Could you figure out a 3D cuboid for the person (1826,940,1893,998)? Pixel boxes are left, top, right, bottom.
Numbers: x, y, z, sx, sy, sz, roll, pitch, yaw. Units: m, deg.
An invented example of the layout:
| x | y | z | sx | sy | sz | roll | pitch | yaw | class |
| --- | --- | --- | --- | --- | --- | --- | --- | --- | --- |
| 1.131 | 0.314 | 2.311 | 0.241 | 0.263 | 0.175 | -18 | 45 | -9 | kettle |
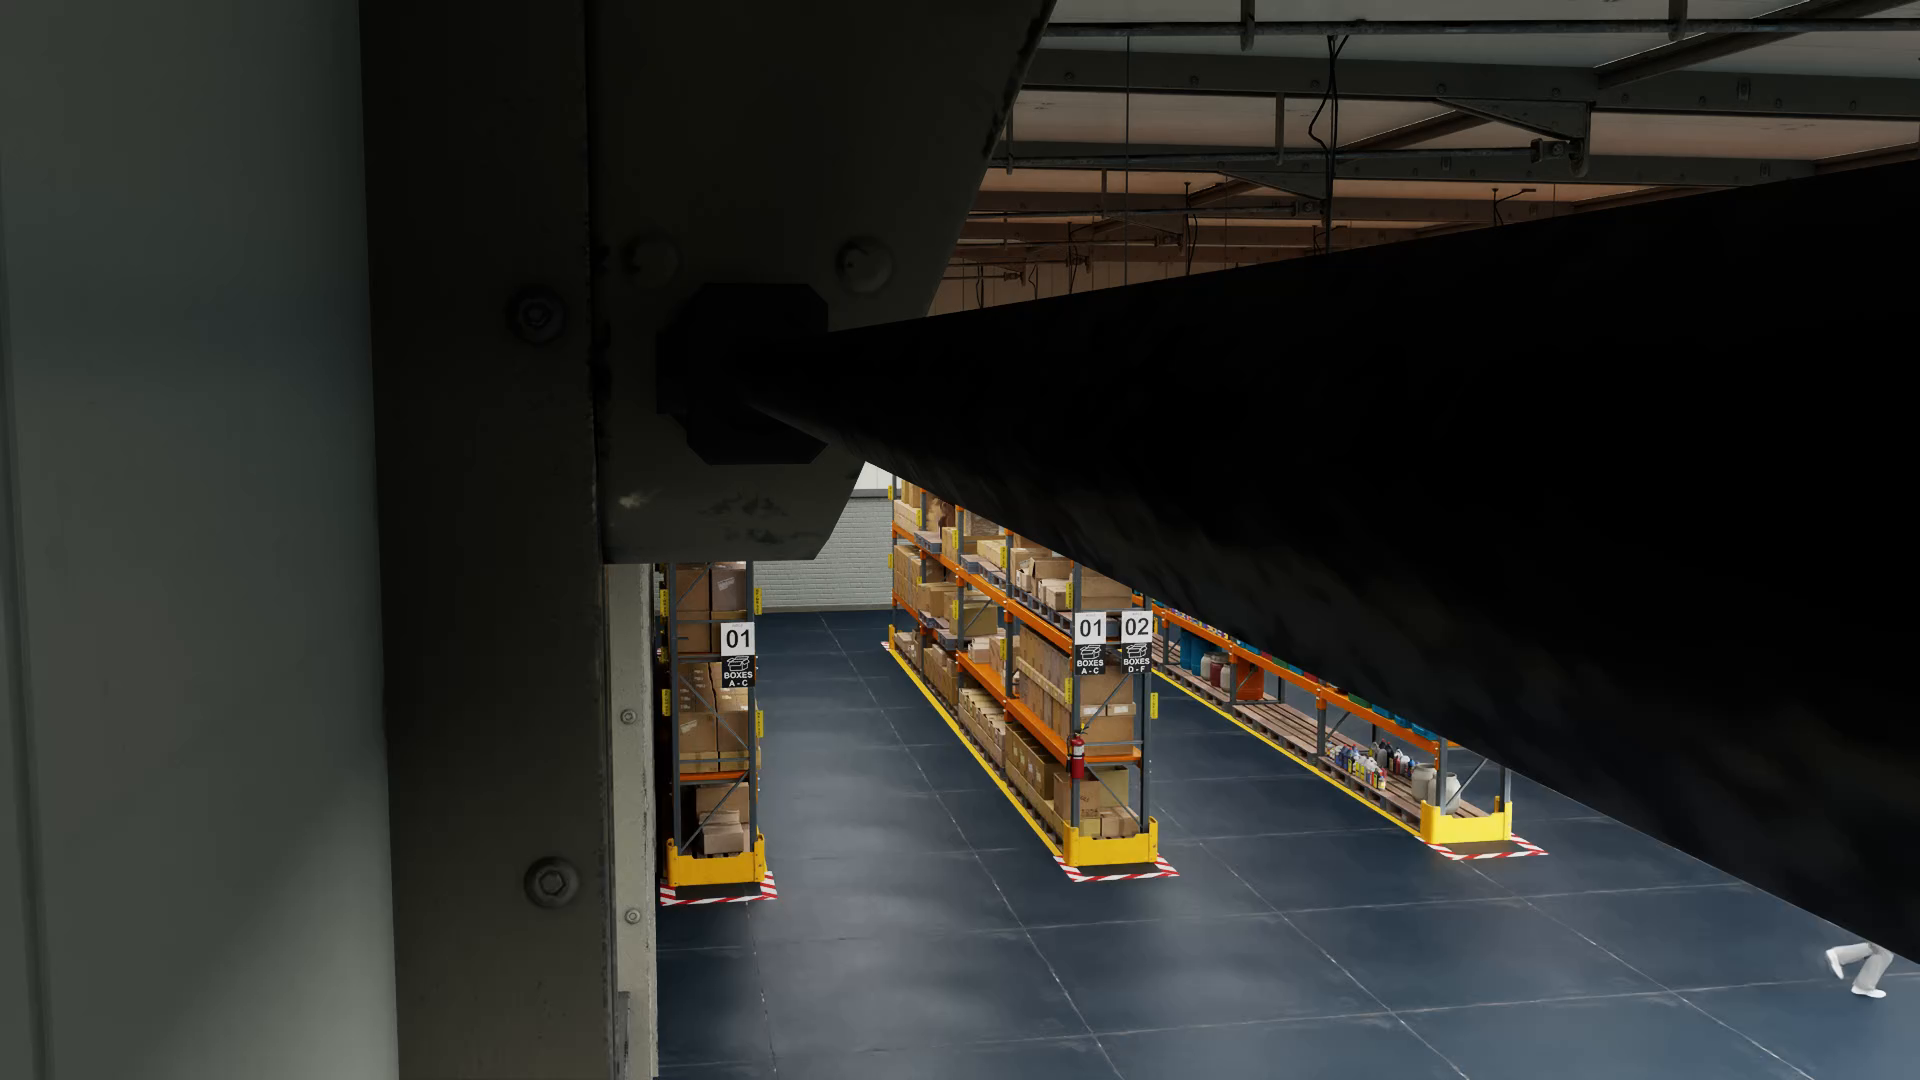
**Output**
| x | y | z | sx | sy | sz | roll | pitch | yaw | class |
| --- | --- | --- | --- | --- | --- | --- | --- | --- | --- |
| 8.999 | 3.751 | 16.551 | 0.602 | 1.619 | 0.545 | 1 | 6 | 10 | person |
